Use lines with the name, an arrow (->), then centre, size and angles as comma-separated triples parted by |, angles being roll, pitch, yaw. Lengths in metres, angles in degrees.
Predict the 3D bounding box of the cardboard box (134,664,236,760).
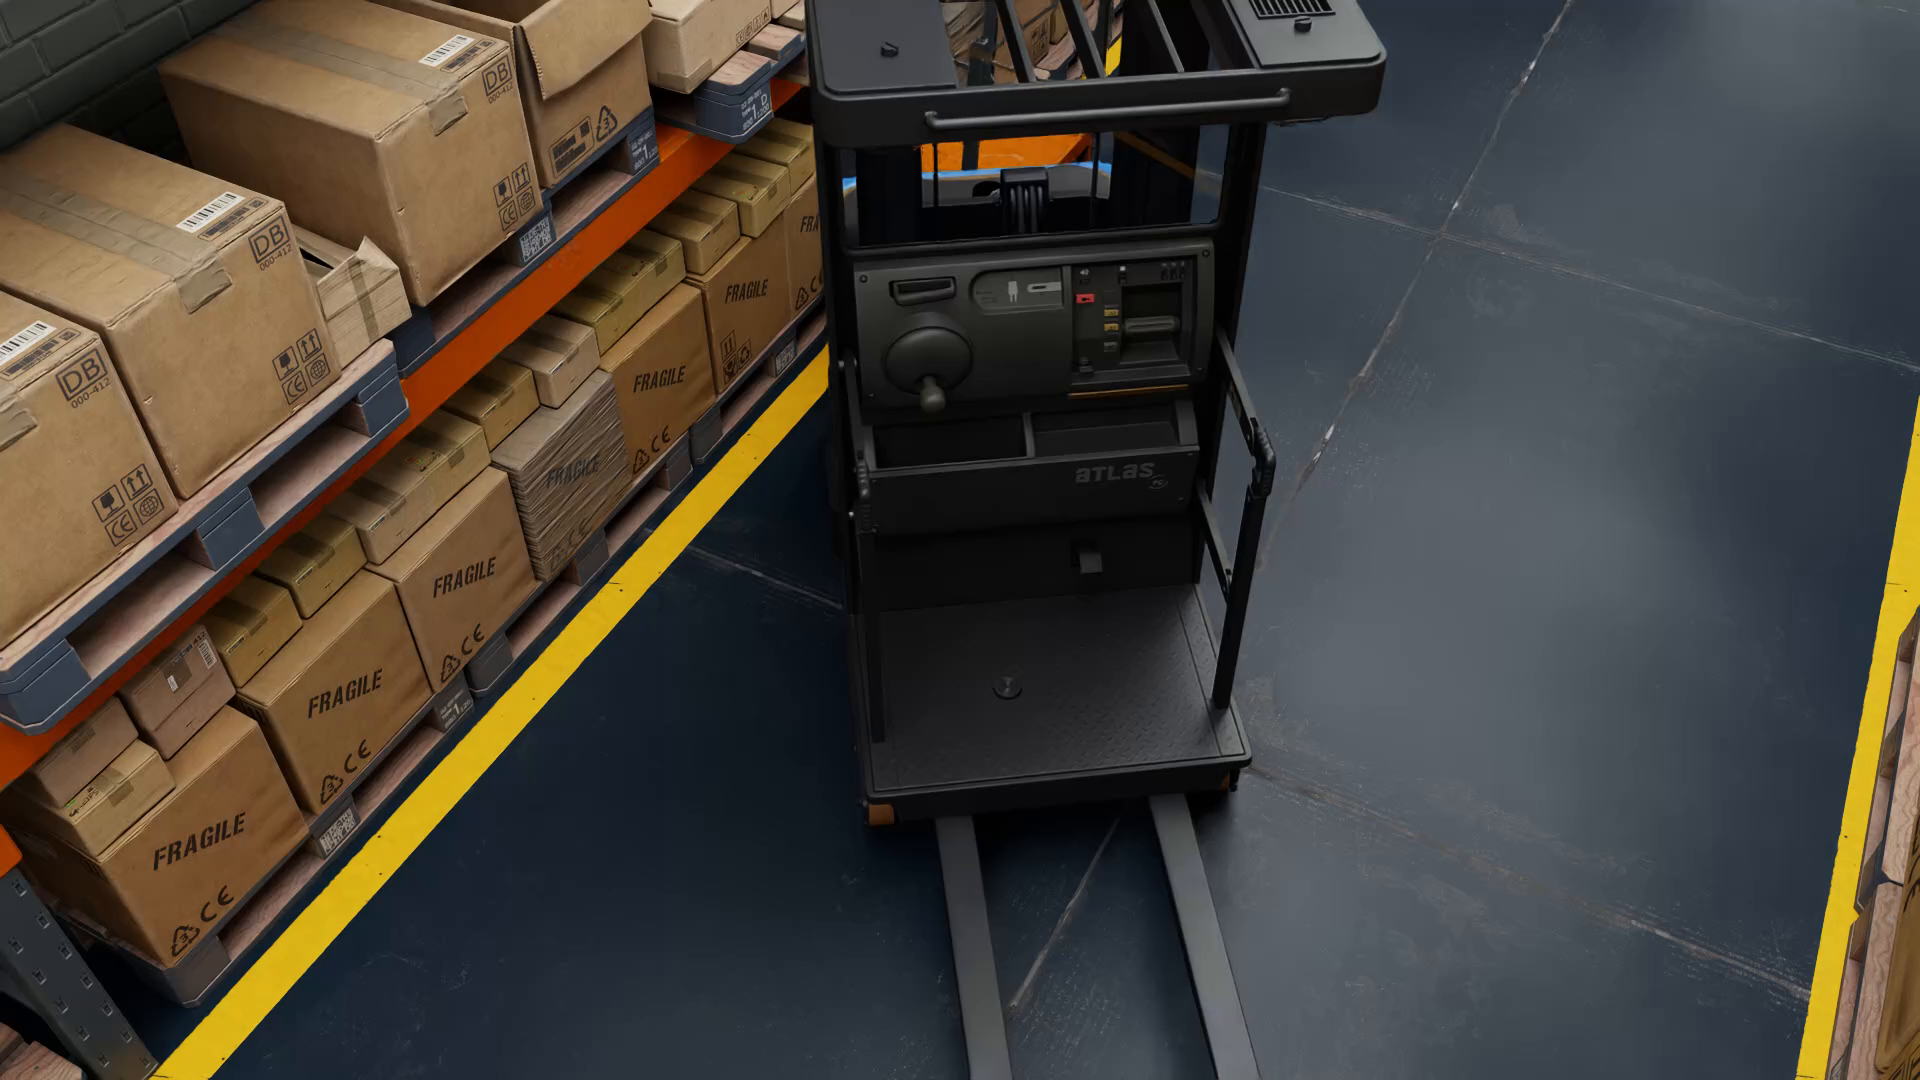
cardboard box -> -2.115, 0.370, 4.281 | 0.380, 0.149, 0.250 | 19, 48, 18

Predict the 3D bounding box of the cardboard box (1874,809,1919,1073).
cardboard box -> 2.866, 0.889, 3.961 | 0.875, 0.875, 0.875 | 21, 49, 20

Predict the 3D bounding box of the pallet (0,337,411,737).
pallet -> -2.110, -0.195, 3.968 | 1.003, 0.211, 1.213 | 20, 49, 19

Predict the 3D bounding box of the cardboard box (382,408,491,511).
cardboard box -> -1.625, -0.273, 4.917 | 0.380, 0.149, 0.250 | 22, 49, 20

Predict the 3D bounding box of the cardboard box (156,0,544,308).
cardboard box -> -1.550, -1.029, 4.293 | 0.700, 0.500, 0.500 | 20, 49, 19

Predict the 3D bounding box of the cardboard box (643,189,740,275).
cardboard box -> -0.986, -1.083, 5.718 | 0.380, 0.149, 0.250 | 19, 48, 18

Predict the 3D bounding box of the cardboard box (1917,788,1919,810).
cardboard box -> 3.283, 0.329, 4.515 | 0.875, 0.875, 0.875 | 20, 49, 19

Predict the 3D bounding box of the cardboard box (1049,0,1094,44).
cardboard box -> 0.190, -2.854, 7.837 | 0.875, 0.625, 0.625 | 19, 48, 17

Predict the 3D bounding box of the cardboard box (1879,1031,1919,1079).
cardboard box -> 2.450, 1.452, 3.404 | 0.875, 0.875, 0.875 | 22, 49, 20

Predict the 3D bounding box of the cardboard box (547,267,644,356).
cardboard box -> -1.264, -0.775, 5.413 | 0.380, 0.149, 0.250 | 20, 49, 18

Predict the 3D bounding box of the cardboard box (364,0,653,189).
cardboard box -> -1.314, -1.409, 4.666 | 0.797, 0.503, 0.637 | 19, 48, 18

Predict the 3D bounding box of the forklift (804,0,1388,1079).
forklift -> 0.225, -0.456, 4.140 | 1.130, 2.935, 3.031 | -5, 46, -5

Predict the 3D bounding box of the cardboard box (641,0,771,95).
cardboard box -> -0.924, -1.638, 5.070 | 0.500, 0.250, 0.500 | 18, 48, 17

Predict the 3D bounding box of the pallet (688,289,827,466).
pallet -> -1.101, -0.877, 6.468 | 1.003, 0.211, 1.213 | 20, 49, 19

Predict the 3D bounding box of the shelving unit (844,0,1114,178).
shelving unit -> 0.057, -1.455, 6.105 | 0.587, 1.500, 1.083 | 25, 50, 17

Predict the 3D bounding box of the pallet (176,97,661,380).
pallet -> -1.619, -1.021, 4.785 | 1.003, 0.211, 1.213 | 20, 49, 19

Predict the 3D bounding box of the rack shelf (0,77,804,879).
rack shelf -> -1.649, -0.802, 4.939 | 1.077, 0.370, 4.000 | 20, 49, 19

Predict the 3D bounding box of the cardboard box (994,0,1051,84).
cardboard box -> -0.122, -2.430, 7.417 | 0.875, 0.625, 0.625 | 22, 49, 20

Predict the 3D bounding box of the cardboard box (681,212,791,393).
cardboard box -> -0.968, -0.934, 6.027 | 0.500, 0.500, 0.500 | 20, 49, 18

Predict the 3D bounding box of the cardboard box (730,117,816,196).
cardboard box -> -0.725, -1.417, 6.048 | 0.380, 0.149, 0.250 | 18, 48, 17

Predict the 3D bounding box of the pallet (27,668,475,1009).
pallet -> -2.233, 0.661, 4.949 | 1.003, 0.211, 1.213 | 20, 49, 19

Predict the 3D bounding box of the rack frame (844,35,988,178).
rack frame -> -0.186, -1.145, 5.798 | 0.500, 1.500, 0.032 | 25, 50, 17

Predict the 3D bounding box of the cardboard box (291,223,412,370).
cardboard box -> -1.593, -0.644, 4.077 | 0.396, 0.266, 0.258 | 23, 50, 21

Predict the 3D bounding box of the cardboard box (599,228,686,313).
cardboard box -> -1.149, -0.932, 5.568 | 0.380, 0.149, 0.250 | 22, 49, 20

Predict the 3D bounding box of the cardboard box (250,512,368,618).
cardboard box -> -1.891, 0.027, 4.620 | 0.380, 0.149, 0.250 | 20, 49, 18

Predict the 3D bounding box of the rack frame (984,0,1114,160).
rack frame -> 0.309, -1.777, 6.422 | 0.500, 1.500, 0.032 | 25, 50, 17

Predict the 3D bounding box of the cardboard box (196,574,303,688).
cardboard box -> -2.006, 0.205, 4.445 | 0.380, 0.149, 0.250 | 18, 48, 17

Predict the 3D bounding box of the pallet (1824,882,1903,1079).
pallet -> 2.677, 1.539, 4.080 | 1.003, 0.211, 1.213 | 20, 49, 19

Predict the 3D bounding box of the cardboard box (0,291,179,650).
cardboard box -> -2.155, -0.209, 3.482 | 0.700, 0.500, 0.500 | 22, 49, 20

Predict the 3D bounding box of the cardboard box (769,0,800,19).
cardboard box -> -0.686, -1.834, 5.335 | 0.380, 0.149, 0.250 | 21, 49, 20

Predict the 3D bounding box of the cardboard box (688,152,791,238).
cardboard box -> -0.825, -1.235, 5.868 | 0.380, 0.149, 0.250 | 18, 48, 17

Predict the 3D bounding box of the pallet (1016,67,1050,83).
pallet -> -0.304, -1.840, 7.420 | 1.003, 0.211, 1.213 | 20, 49, 19

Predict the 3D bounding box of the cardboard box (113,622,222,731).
cardboard box -> -2.097, 0.286, 4.155 | 0.380, 0.149, 0.250 | 18, 48, 17

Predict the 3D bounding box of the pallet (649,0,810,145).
pallet -> -0.973, -1.797, 5.552 | 1.213, 0.211, 1.003 | 20, 49, 19

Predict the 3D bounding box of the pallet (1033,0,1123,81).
pallet -> 0.264, -2.606, 8.177 | 1.003, 0.211, 1.213 | 20, 49, 19

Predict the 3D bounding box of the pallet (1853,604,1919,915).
pallet -> 3.245, 0.774, 4.837 | 1.003, 0.211, 1.213 | 20, 49, 19

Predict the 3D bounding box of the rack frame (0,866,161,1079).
rack frame -> -2.577, 0.205, 3.438 | 1.000, 3.000, 0.127 | 20, 49, 19

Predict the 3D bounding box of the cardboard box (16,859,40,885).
cardboard box -> -2.611, 0.529, 4.580 | 0.500, 0.500, 0.500 | 20, 49, 19

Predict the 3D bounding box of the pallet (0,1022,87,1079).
pallet -> -2.897, 1.618, 4.003 | 1.003, 0.211, 1.213 | 20, 49, 19

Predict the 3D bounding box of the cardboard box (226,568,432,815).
cardboard box -> -1.915, 0.367, 4.740 | 0.500, 0.500, 0.500 | 20, 49, 19

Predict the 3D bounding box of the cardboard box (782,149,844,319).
cardboard box -> -0.726, -1.246, 6.335 | 0.500, 0.500, 0.500 | 22, 49, 20

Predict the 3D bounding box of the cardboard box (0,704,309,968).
cardboard box -> -2.153, 0.706, 4.406 | 0.500, 0.500, 0.500 | 22, 49, 21

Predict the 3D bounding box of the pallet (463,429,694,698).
pallet -> -1.668, -0.111, 5.711 | 1.003, 0.211, 1.213 | 20, 49, 19

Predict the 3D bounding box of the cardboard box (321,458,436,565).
cardboard box -> -1.742, -0.118, 4.763 | 0.380, 0.149, 0.250 | 20, 49, 19

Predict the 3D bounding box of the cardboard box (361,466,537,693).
cardboard box -> -1.679, 0.054, 5.050 | 0.500, 0.500, 0.500 | 19, 48, 18

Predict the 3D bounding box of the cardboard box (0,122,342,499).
cardboard box -> -1.914, -0.535, 3.804 | 0.700, 0.500, 0.500 | 21, 49, 19

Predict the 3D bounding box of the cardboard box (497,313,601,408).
cardboard box -> -1.366, -0.591, 5.231 | 0.380, 0.149, 0.250 | 18, 48, 17

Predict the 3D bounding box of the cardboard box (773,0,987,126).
cardboard box -> -0.419, -2.016, 7.008 | 0.875, 0.625, 0.625 | 22, 49, 20

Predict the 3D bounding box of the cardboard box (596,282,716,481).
cardboard box -> -1.209, -0.604, 5.700 | 0.500, 0.500, 0.500 | 22, 49, 21

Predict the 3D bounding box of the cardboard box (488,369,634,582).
cardboard box -> -1.433, -0.271, 5.371 | 0.500, 0.500, 0.500 | 19, 48, 18

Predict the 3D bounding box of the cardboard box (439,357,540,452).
cardboard box -> -1.525, -0.453, 5.095 | 0.380, 0.149, 0.250 | 21, 49, 19

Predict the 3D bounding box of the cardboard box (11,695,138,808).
cardboard box -> -2.229, 0.445, 3.998 | 0.380, 0.149, 0.250 | 20, 49, 18

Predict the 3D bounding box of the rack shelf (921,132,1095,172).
rack shelf -> 0.050, -1.339, 6.243 | 0.538, 0.185, 1.000 | 25, 50, 17

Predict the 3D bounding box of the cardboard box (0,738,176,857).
cardboard box -> -2.175, 0.570, 4.084 | 0.380, 0.149, 0.250 | 23, 50, 21
